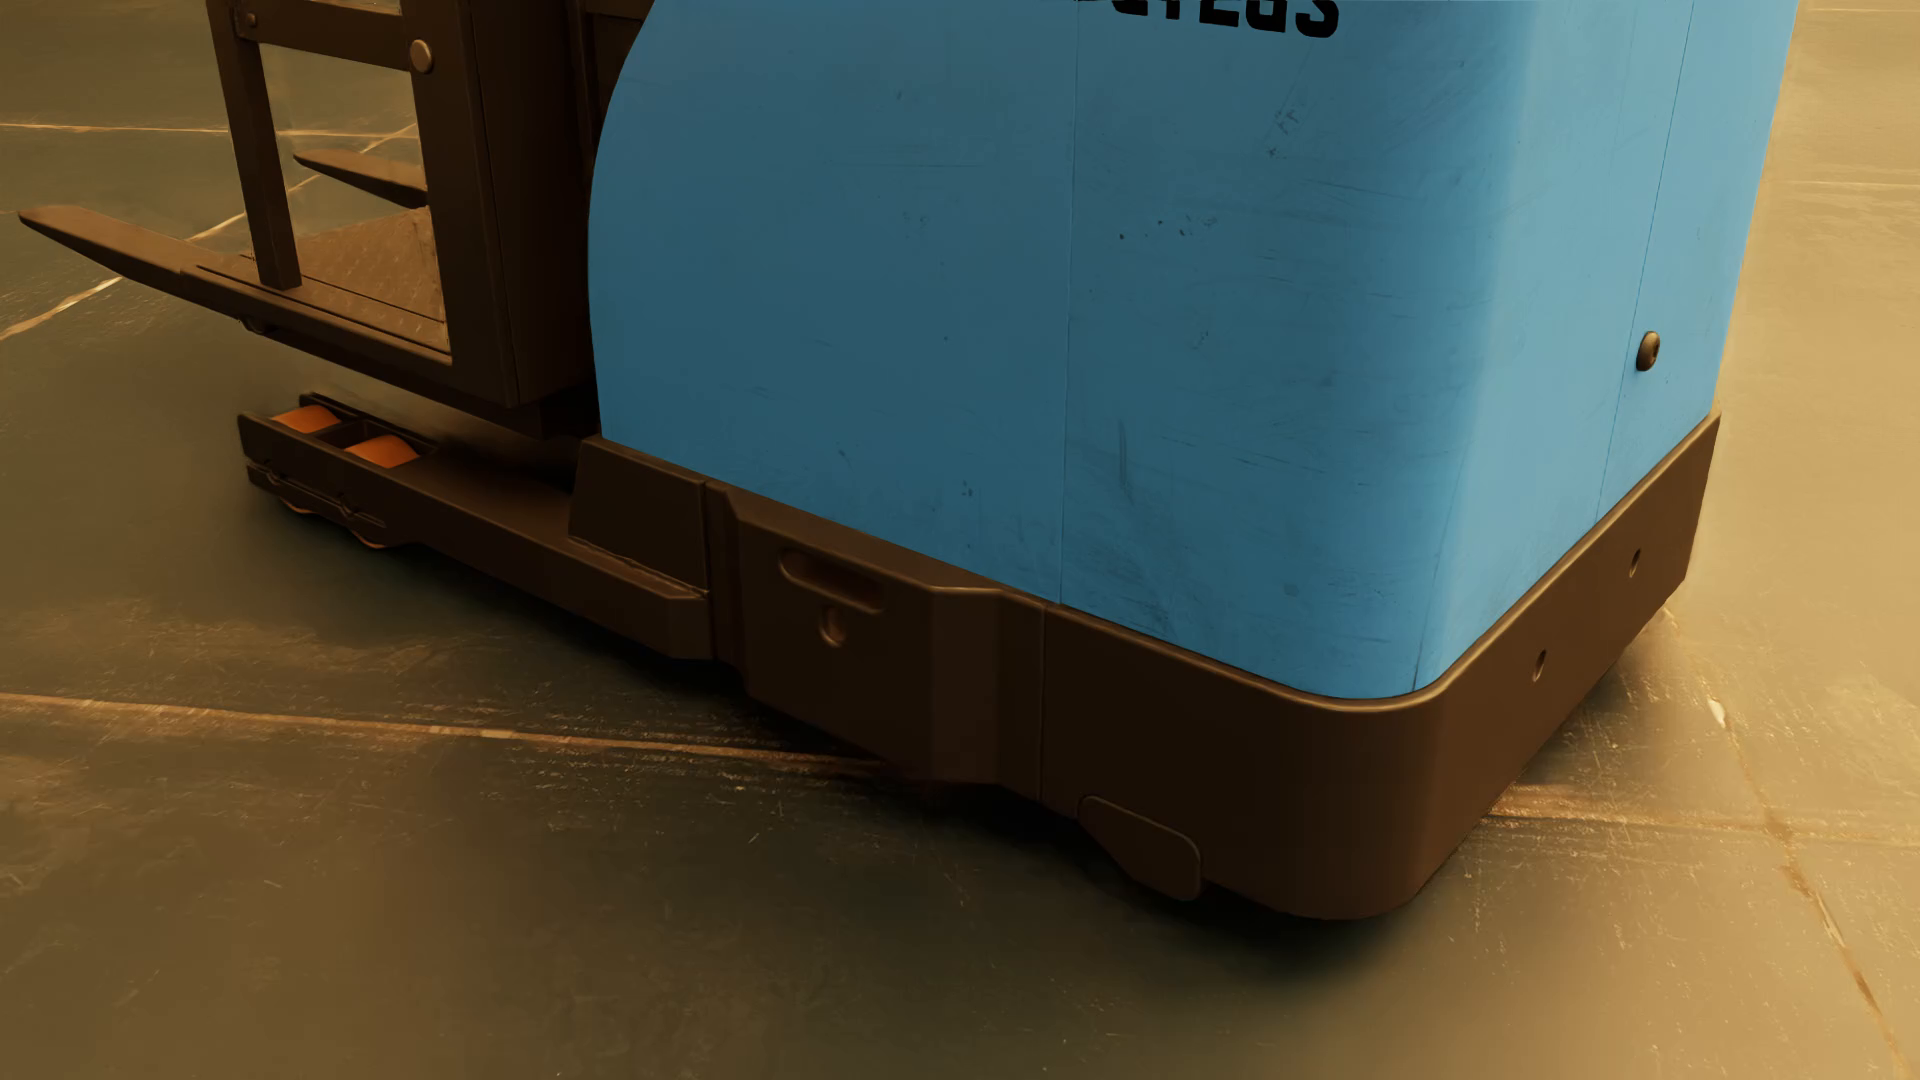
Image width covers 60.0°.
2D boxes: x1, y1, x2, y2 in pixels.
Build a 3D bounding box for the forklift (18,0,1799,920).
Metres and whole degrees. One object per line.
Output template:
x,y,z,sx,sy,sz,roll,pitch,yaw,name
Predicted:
-0.481,-1.463,2.149,3.031,2.935,1.130,19,32,34,forklift
